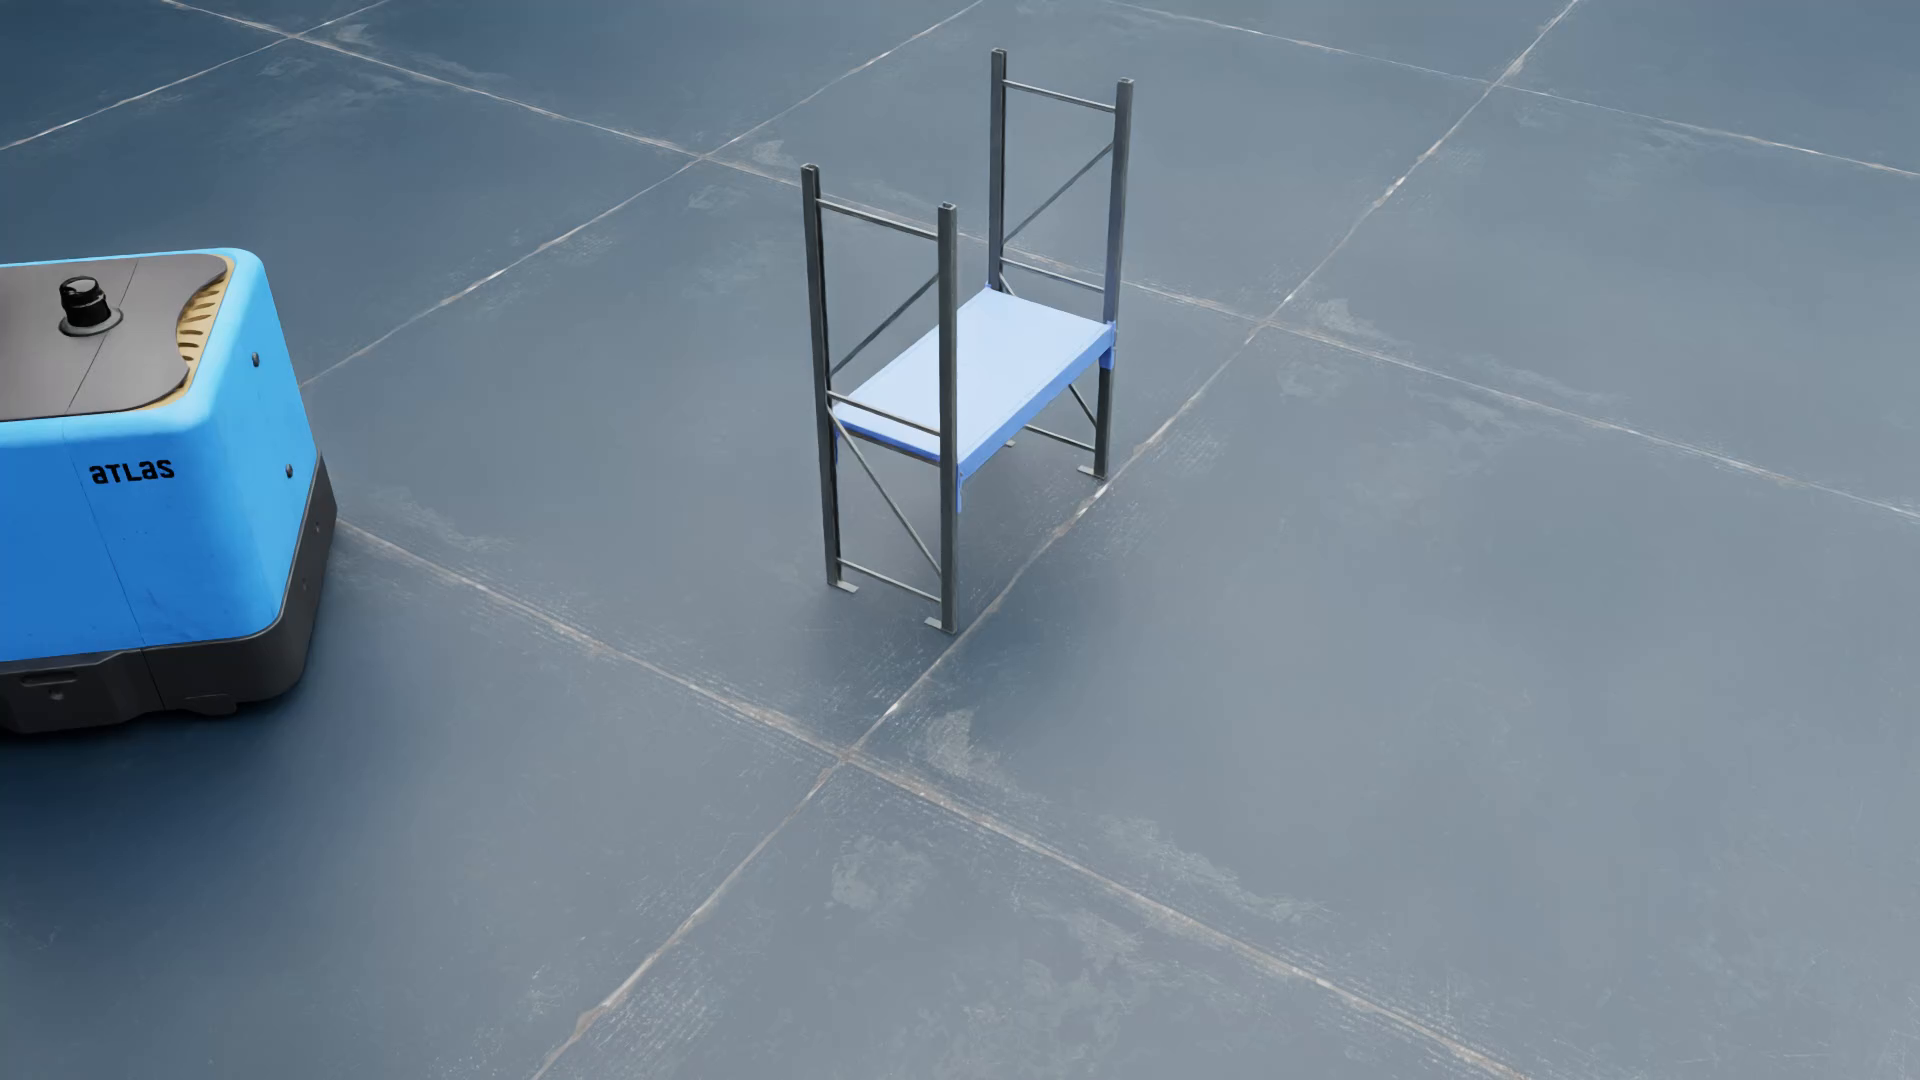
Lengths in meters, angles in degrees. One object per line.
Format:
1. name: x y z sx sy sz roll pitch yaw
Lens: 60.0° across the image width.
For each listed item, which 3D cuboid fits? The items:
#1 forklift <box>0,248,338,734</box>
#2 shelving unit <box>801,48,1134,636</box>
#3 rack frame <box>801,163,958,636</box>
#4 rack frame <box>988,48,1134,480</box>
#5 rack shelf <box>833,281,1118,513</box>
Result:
1. forklift: -3.581 -0.796 4.382 3.031 2.935 1.130 -6 38 -7
2. shelving unit: 0.046 -0.638 5.349 0.538 1.500 1.048 21 42 25
3. rack frame: -0.227 -0.376 5.009 0.500 1.500 0.032 21 42 25
4. rack frame: 0.318 -0.900 5.689 0.500 1.500 0.032 21 42 25
5. rack shelf: 0.046 -0.496 5.459 0.538 0.185 1.000 21 42 25
